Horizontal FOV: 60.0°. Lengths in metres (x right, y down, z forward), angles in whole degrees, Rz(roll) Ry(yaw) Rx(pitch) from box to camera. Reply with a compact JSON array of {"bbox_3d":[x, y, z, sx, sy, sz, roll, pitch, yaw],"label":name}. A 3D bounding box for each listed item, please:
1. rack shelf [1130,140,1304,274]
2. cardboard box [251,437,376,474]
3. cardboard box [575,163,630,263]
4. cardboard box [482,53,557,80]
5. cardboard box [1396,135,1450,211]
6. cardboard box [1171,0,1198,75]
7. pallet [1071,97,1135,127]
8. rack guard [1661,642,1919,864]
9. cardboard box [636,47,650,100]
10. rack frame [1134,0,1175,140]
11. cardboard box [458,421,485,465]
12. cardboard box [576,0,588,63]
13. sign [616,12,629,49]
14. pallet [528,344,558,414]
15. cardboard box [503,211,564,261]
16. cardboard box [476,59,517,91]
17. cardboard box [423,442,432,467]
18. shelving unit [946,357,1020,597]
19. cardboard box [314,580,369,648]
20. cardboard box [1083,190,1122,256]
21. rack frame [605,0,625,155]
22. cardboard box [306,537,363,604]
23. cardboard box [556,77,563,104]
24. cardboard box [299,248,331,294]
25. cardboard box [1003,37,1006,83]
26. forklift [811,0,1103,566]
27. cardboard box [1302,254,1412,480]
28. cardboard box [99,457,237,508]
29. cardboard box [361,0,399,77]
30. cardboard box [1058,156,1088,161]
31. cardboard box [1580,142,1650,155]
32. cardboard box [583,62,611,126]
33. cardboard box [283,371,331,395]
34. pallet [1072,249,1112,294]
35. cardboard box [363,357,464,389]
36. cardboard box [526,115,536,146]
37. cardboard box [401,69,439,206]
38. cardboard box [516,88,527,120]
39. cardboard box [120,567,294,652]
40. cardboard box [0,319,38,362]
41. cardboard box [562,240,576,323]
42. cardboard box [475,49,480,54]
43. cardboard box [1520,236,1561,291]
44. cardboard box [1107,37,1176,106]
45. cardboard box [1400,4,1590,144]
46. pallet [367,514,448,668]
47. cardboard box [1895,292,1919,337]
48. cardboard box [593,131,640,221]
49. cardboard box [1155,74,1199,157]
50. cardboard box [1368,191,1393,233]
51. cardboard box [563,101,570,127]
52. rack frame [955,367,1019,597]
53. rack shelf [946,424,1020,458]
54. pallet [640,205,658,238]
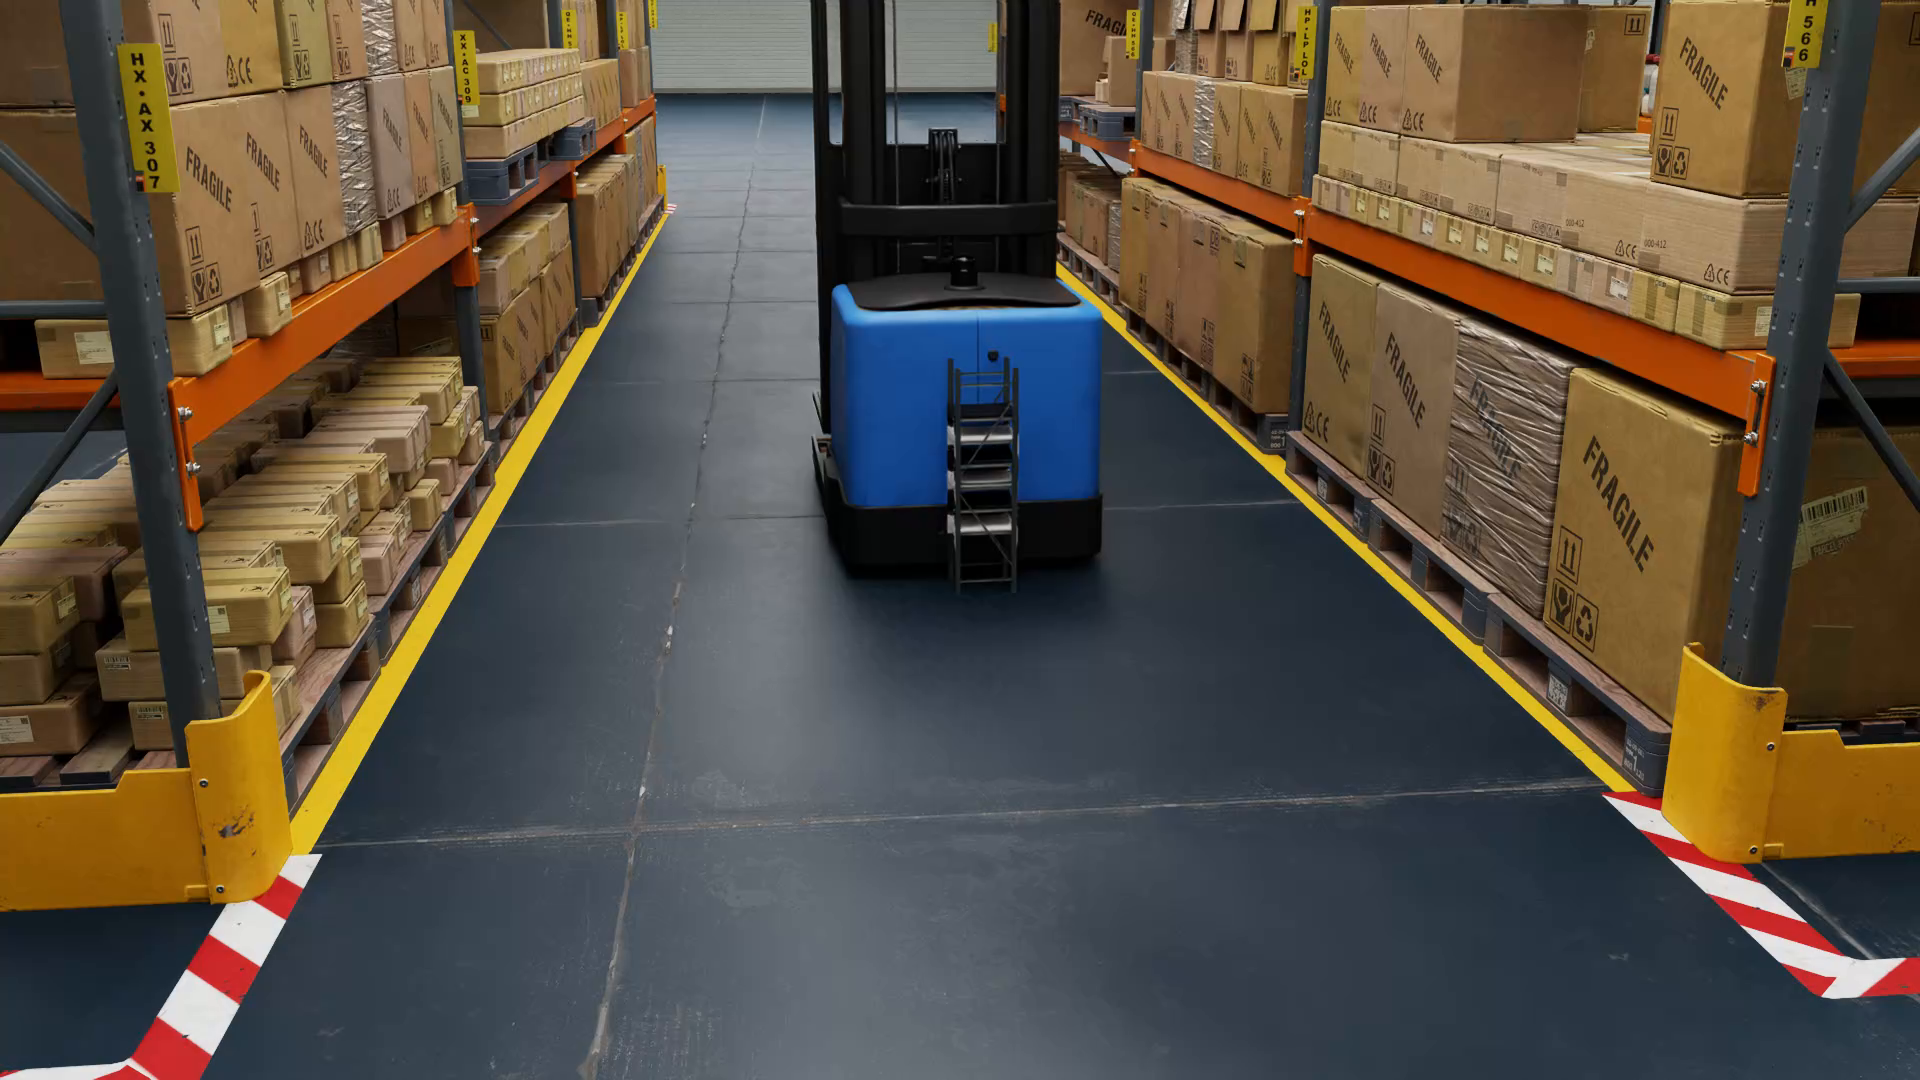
[{"bbox_3d":[1.954,-2.087,10.017,1.077,0.370,4.000,-2,18,-6],"label":"rack shelf"},{"bbox_3d":[-2.364,-0.273,6.105,0.380,0.149,0.250,-2,18,-6],"label":"cardboard box"},{"bbox_3d":[-3.360,-2.752,13.989,1.050,0.750,0.750,-2,18,-6],"label":"cardboard box"},{"bbox_3d":[-2.559,-2.750,9.654,0.380,0.149,0.250,-1,17,-3],"label":"cardboard box"},{"bbox_3d":[2.053,-1.454,6.554,0.500,0.250,0.500,-1,17,-4],"label":"cardboard box"},{"bbox_3d":[1.807,-3.334,10.947,0.797,0.503,0.637,-1,17,-4],"label":"cardboard box"},{"bbox_3d":[1.503,-3.523,13.711,1.003,0.211,1.213,-2,18,-6],"label":"pallet"},{"bbox_3d":[2.575,0.557,4.567,1.175,0.500,0.348,-2,18,-6],"label":"rack guard"},{"bbox_3d":[-3.860,-5.086,18.118,0.875,0.550,0.550,-2,18,-6],"label":"cardboard box"},{"bbox_3d":[1.748,-3.026,11.808,1.000,3.000,0.127,-2,18,-6],"label":"rack frame"},{"bbox_3d":[-2.404,-0.445,7.645,0.380,0.149,0.250,-2,17,-5],"label":"cardboard box"},{"bbox_3d":[-3.445,-4.168,13.609,0.700,0.500,0.500,-2,18,-5],"label":"cardboard box"},{"bbox_3d":[-3.070,-4.629,15.113,0.100,0.325,0.005,-2,18,-6],"label":"sign"},{"bbox_3d":[-2.995,-0.977,9.936,1.003,0.211,1.213,-2,18,-6],"label":"pallet"},{"bbox_3d":[-2.802,-1.923,10.513,0.500,0.250,0.500,-2,17,-5],"label":"cardboard box"},{"bbox_3d":[-2.402,-2.290,8.188,0.380,0.149,0.250,-1,17,-4],"label":"cardboard box"},{"bbox_3d":[-2.421,-0.372,6.916,0.380,0.149,0.250,-2,18,-5],"label":"cardboard box"},{"bbox_3d":[0.087,-0.244,6.451,0.258,0.900,0.210,-2,18,-8],"label":"shelving unit"},{"bbox_3d":[-2.165,0.246,5.445,0.380,0.149,0.250,-2,17,-5],"label":"cardboard box"},{"bbox_3d":[1.466,-2.742,14.342,0.700,0.500,0.500,-3,18,-10],"label":"cardboard box"},{"bbox_3d":[-3.609,-4.095,15.211,1.000,3.000,0.127,-2,18,-6],"label":"rack frame"},{"bbox_3d":[-2.174,0.101,5.409,0.380,0.149,0.250,-1,17,-4],"label":"cardboard box"},{"bbox_3d":[-2.585,-2.686,9.945,0.380,0.149,0.250,-2,18,-6],"label":"cardboard box"},{"bbox_3d":[-2.284,-0.891,5.428,0.380,0.149,0.250,-2,18,-7],"label":"cardboard box"},{"bbox_3d":[0.952,-5.434,18.815,0.875,0.500,0.500,-2,18,-6],"label":"cardboard box"},{"bbox_3d":[-0.139,-1.694,7.680,1.130,2.935,3.031,-2,18,-8],"label":"forklift"},{"bbox_3d":[2.149,-0.822,7.633,0.875,0.875,0.875,-2,18,-6],"label":"cardboard box"},{"bbox_3d":[-2.763,-0.183,5.816,0.380,0.149,0.250,-2,18,-7],"label":"cardboard box"},{"bbox_3d":[-2.369,-1.939,6.014,0.500,0.500,0.500,-1,17,-4],"label":"cardboard box"},{"bbox_3d":[1.112,-3.866,17.957,0.500,0.500,0.500,0,17,0],"label":"cardboard box"},{"bbox_3d":[2.624,-1.324,6.140,0.500,0.250,0.500,-2,18,-7],"label":"cardboard box"},{"bbox_3d":[-3.185,-3.694,13.768,0.500,0.500,0.500,-2,17,-5],"label":"cardboard box"},{"bbox_3d":[-2.985,-0.642,7.280,0.380,0.149,0.250,-1,17,-3],"label":"cardboard box"},{"bbox_3d":[1.546,-2.291,14.122,1.003,0.211,1.213,-2,18,-6],"label":"pallet"},{"bbox_3d":[-2.488,-0.737,7.582,0.380,0.149,0.250,-1,17,-4],"label":"cardboard box"},{"bbox_3d":[-2.448,-2.155,8.752,0.380,0.149,0.250,-2,18,-5],"label":"cardboard box"},{"bbox_3d":[-2.401,-1.611,6.636,0.500,0.500,0.500,-2,18,-7],"label":"cardboard box"},{"bbox_3d":[-2.423,-2.219,8.459,0.380,0.149,0.250,-1,17,-4],"label":"cardboard box"},{"bbox_3d":[-2.087,0.190,4.629,0.380,0.149,0.250,-3,18,-8],"label":"cardboard box"},{"bbox_3d":[-2.674,-0.563,4.382,0.380,0.149,0.250,-2,18,-6],"label":"cardboard box"},{"bbox_3d":[-2.868,-1.723,11.128,0.500,0.500,0.500,-2,18,-6],"label":"cardboard box"},{"bbox_3d":[-3.341,-3.122,10.839,0.380,0.149,0.250,-2,18,-6],"label":"cardboard box"},{"bbox_3d":[2.102,-0.923,5.528,0.380,0.149,0.250,-2,18,-7],"label":"cardboard box"},{"bbox_3d":[1.495,-3.597,12.758,0.700,0.500,0.500,1,17,3],"label":"cardboard box"},{"bbox_3d":[2.057,-1.810,6.436,0.500,0.500,0.500,-2,18,-7],"label":"cardboard box"},{"bbox_3d":[-2.550,0.183,6.243,1.003,0.211,1.213,-2,18,-6],"label":"pallet"},{"bbox_3d":[2.864,-0.639,4.623,0.380,0.149,0.250,-2,17,-5],"label":"cardboard box"},{"bbox_3d":[-3.604,-3.471,16.071,0.875,0.875,0.875,-2,17,-5],"label":"cardboard box"},{"bbox_3d":[1.583,-2.767,10.815,0.500,0.500,0.500,-2,18,-7],"label":"cardboard box"},{"bbox_3d":[1.943,-1.381,6.987,0.380,0.149,0.250,-2,18,-7],"label":"cardboard box"},{"bbox_3d":[-2.615,-2.626,10.251,0.380,0.149,0.250,-2,18,-6],"label":"cardboard box"},{"bbox_3d":[0.101,-0.213,6.355,0.240,0.900,0.006,-2,18,-8],"label":"rack frame"},{"bbox_3d":[0.087,-0.384,6.407,0.258,0.077,0.200,-2,18,-8],"label":"rack shelf"},{"bbox_3d":[-3.739,-3.357,17.519,1.003,0.211,1.213,-2,18,-6],"label":"pallet"}]
